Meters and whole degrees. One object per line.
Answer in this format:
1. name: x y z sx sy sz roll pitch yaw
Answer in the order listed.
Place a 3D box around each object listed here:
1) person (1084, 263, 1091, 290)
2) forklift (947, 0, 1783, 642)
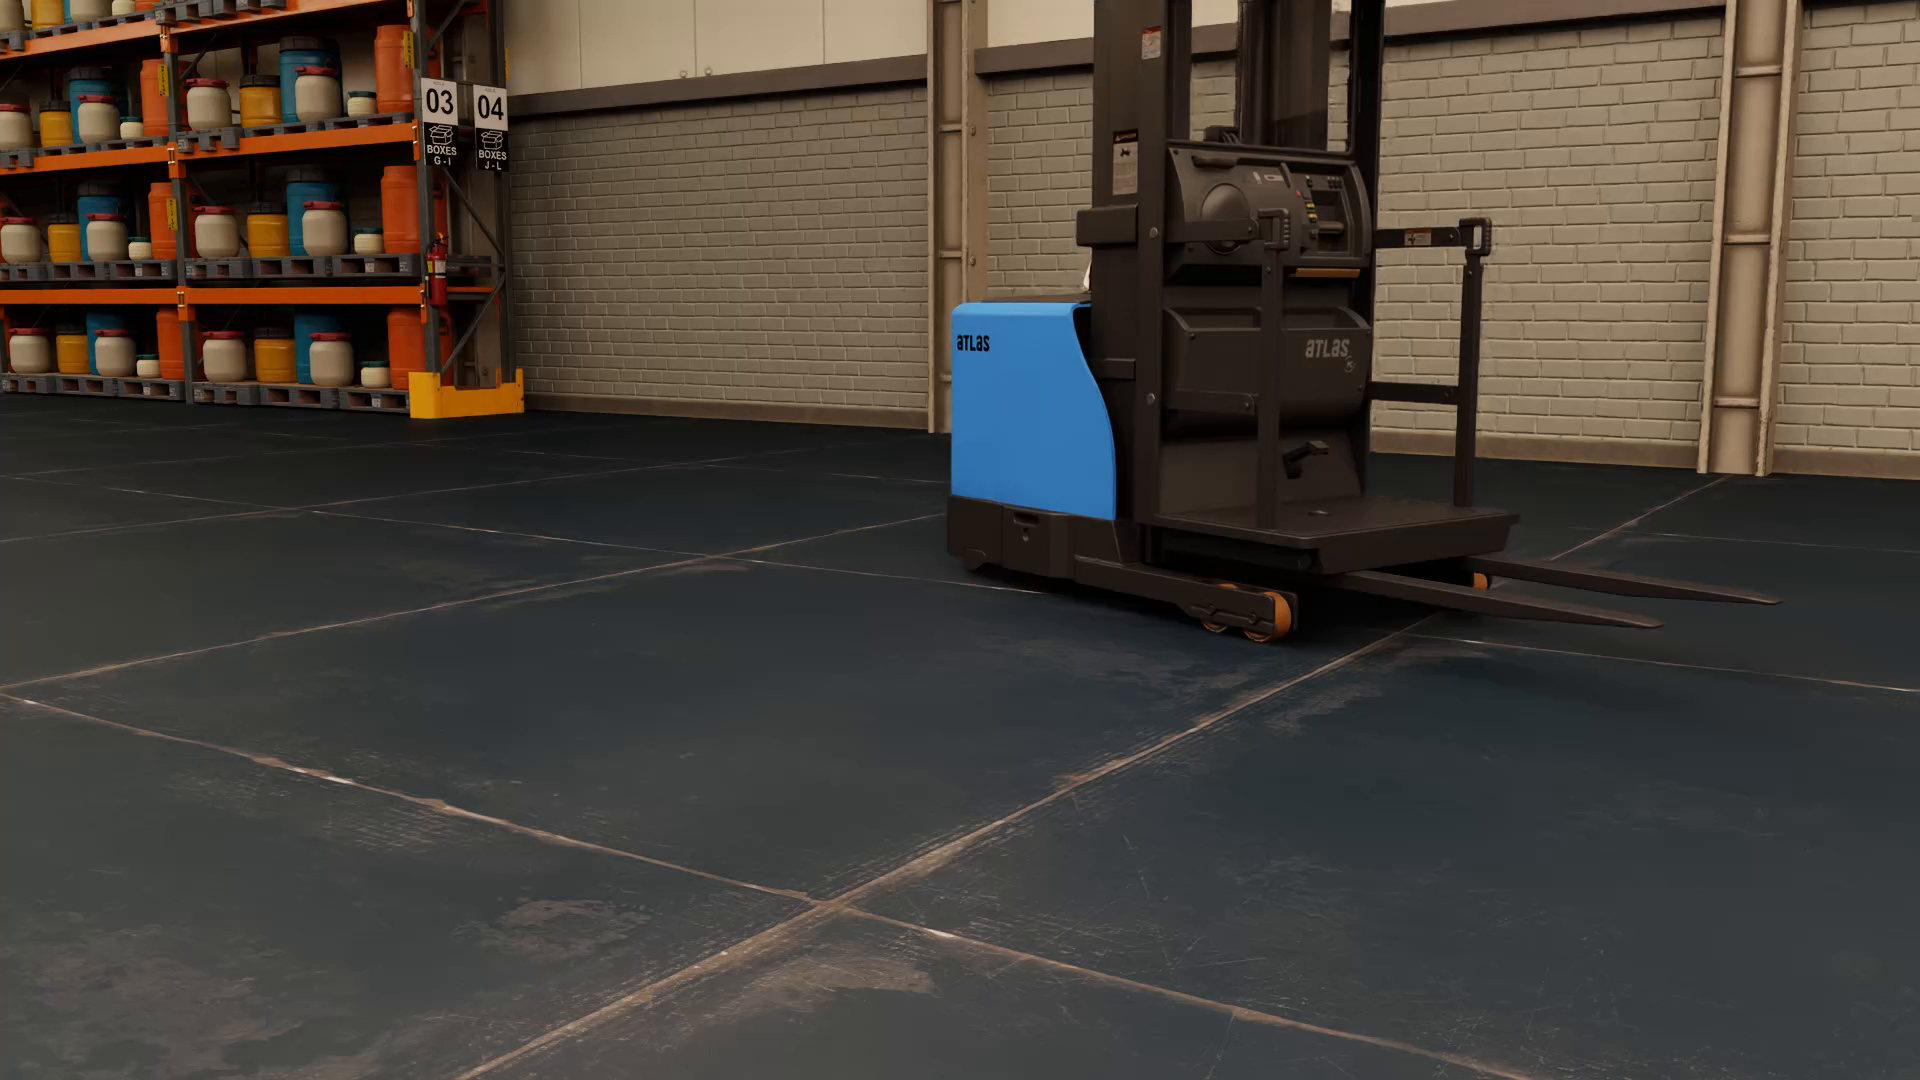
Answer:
1. person: 0.813 -0.860 7.698 0.934 1.683 0.492 7 11 40
2. forklift: 1.218 -1.201 5.639 1.130 2.935 3.031 -6 10 -35
